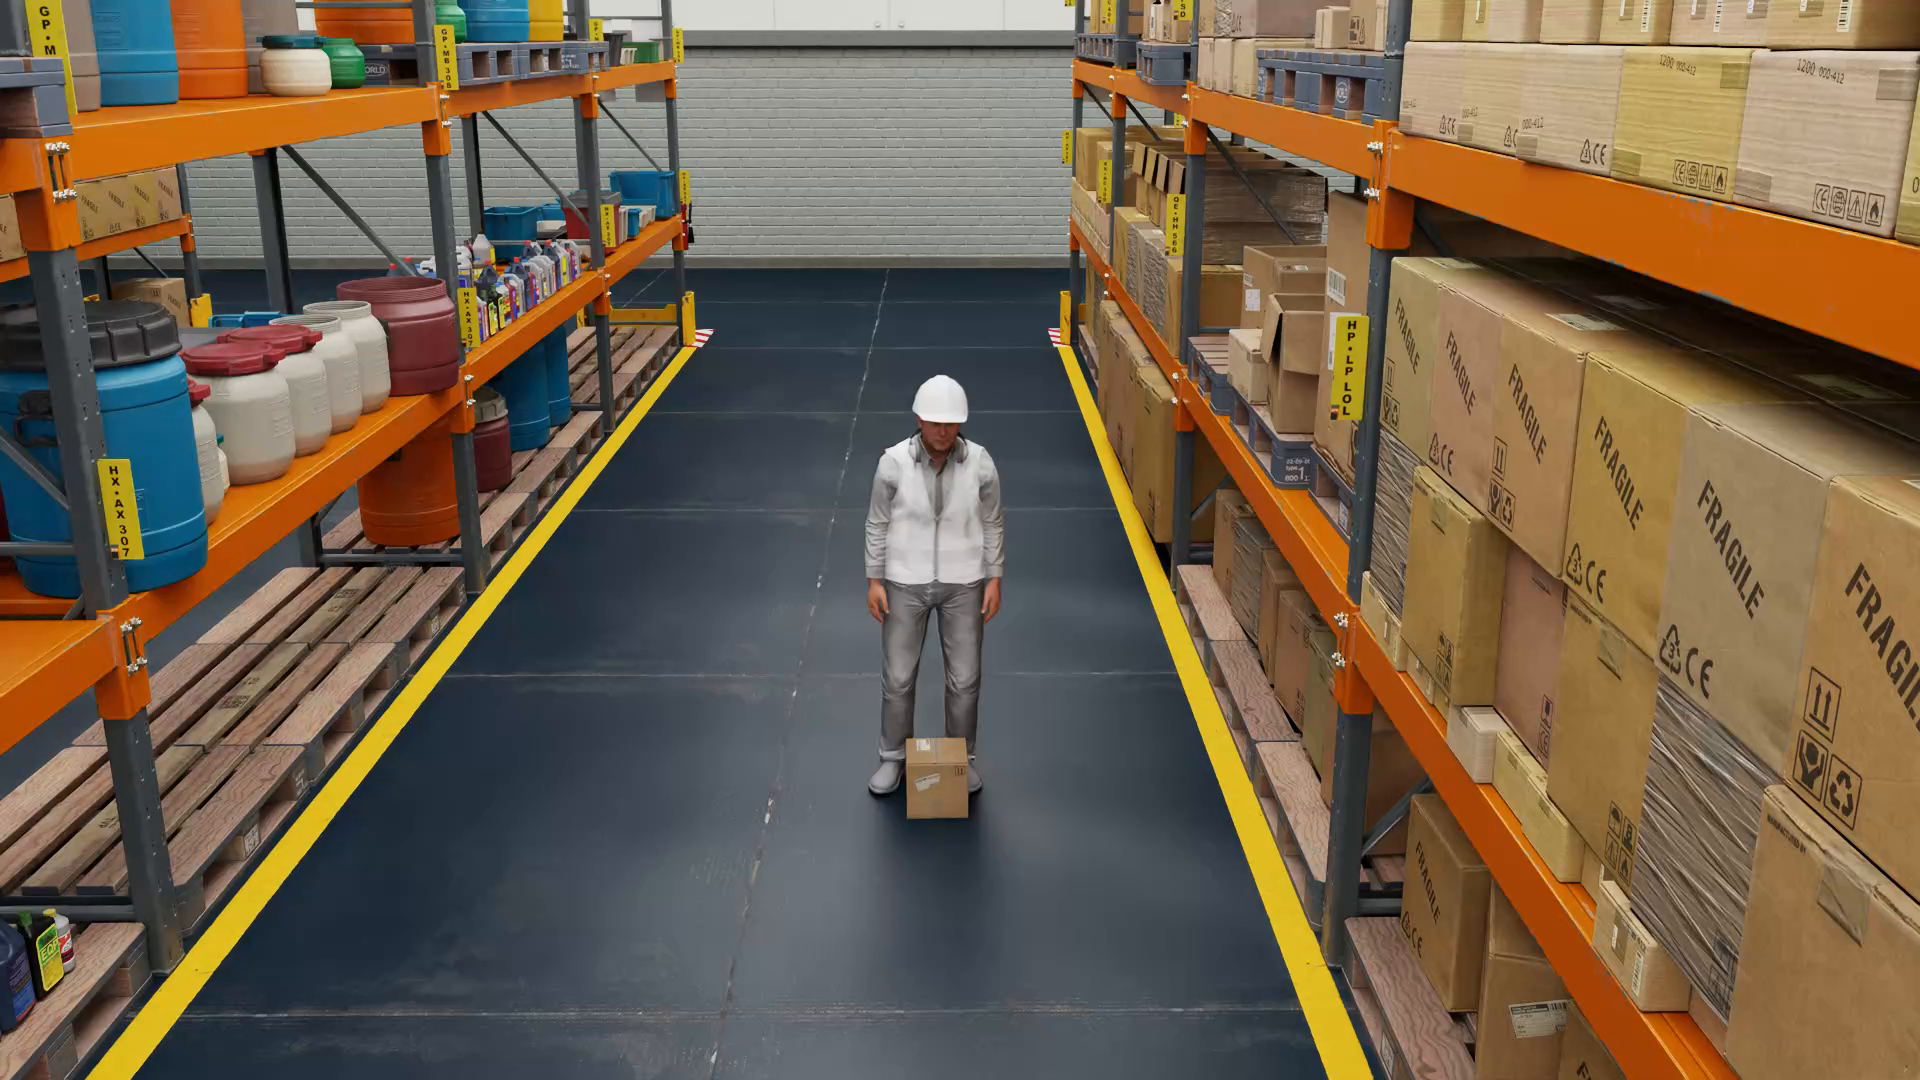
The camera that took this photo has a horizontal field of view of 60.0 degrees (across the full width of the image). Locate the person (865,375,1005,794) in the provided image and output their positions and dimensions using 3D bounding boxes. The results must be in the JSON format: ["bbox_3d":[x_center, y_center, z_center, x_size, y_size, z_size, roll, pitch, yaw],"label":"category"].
[{"bbox_3d":[-0.104,0.181,6.910,0.582,1.769,0.464,-1,17,-4],"label":"person"}]
